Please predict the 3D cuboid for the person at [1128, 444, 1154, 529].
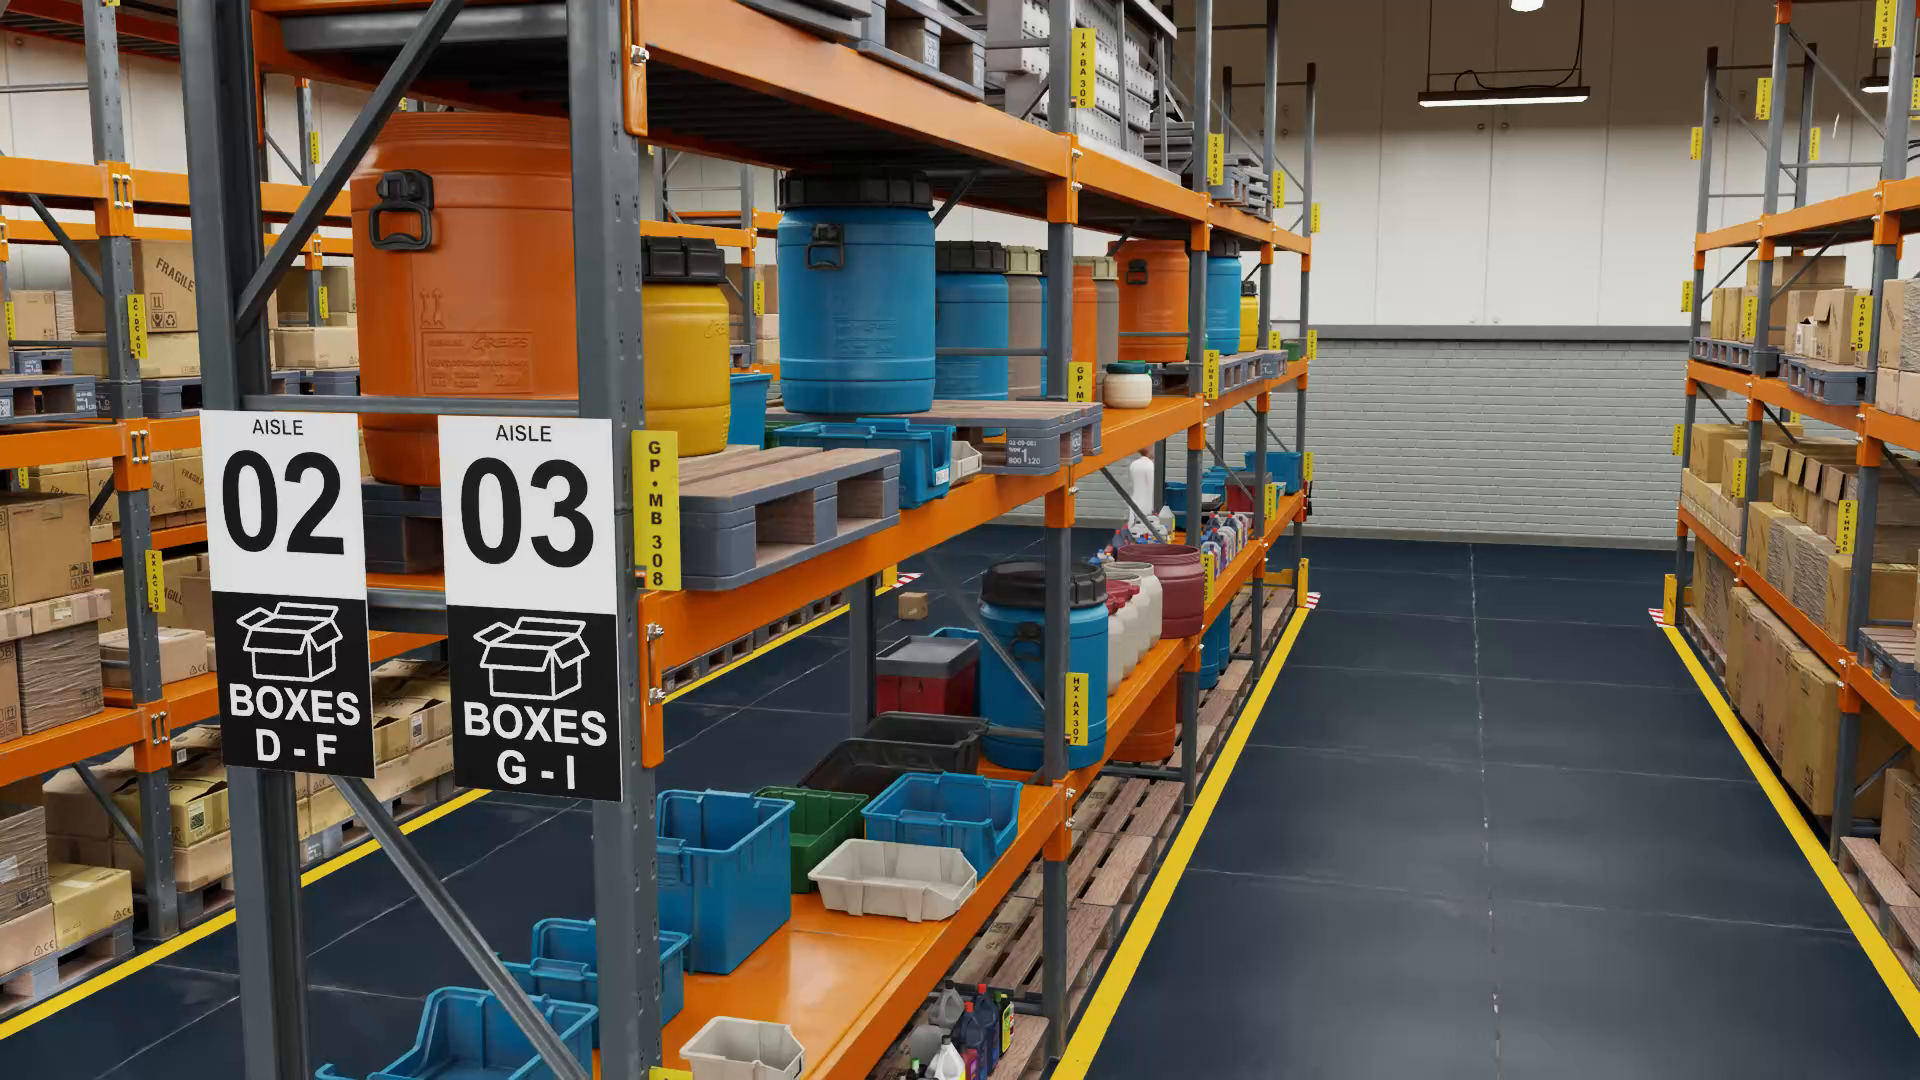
[{"bbox_3d":[2.268,-0.301,20.034,0.608,1.830,0.588,-5,10,-33],"label":"person"}]
